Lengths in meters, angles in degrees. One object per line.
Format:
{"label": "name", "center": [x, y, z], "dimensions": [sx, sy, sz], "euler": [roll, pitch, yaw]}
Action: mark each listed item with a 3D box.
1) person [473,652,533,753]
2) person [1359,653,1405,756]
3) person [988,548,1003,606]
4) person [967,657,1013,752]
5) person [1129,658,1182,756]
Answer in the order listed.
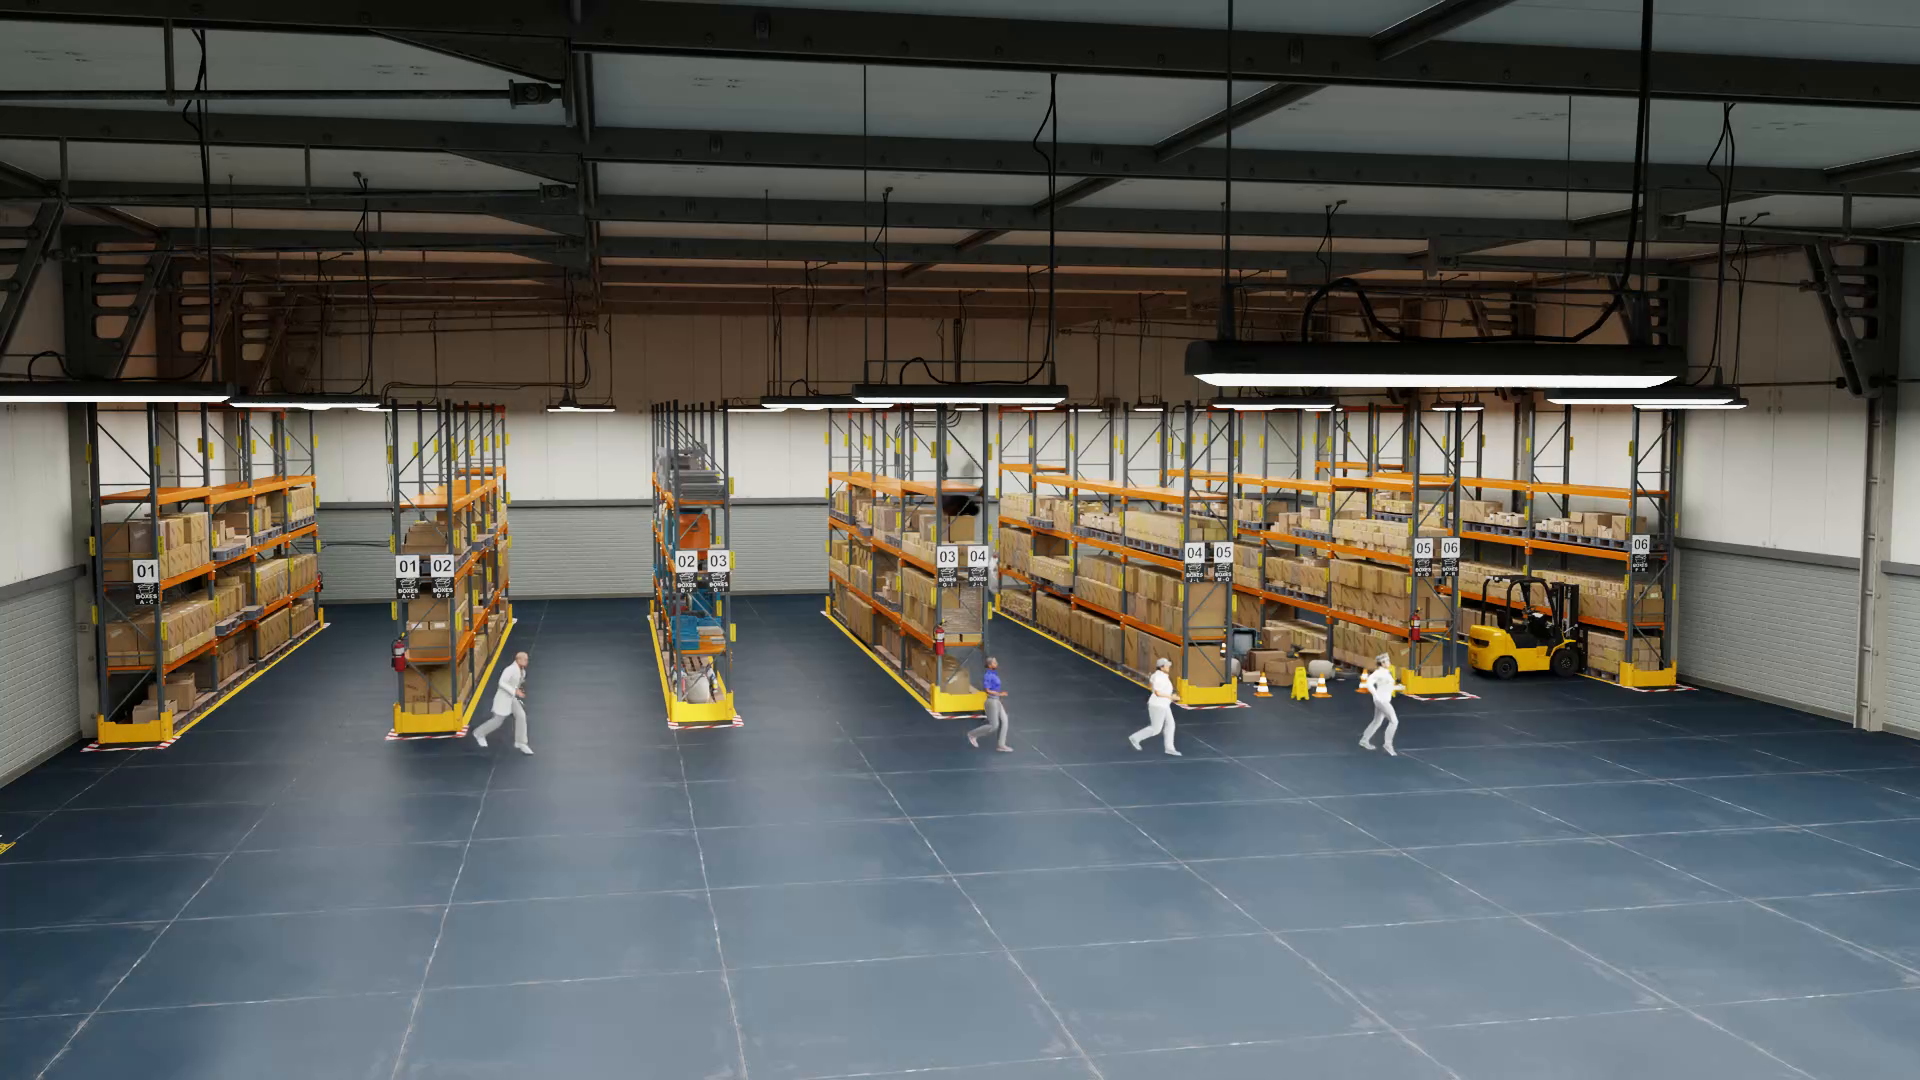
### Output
{"label": "person", "center": [-7.787, 2.760, 28.305], "dimensions": [1.099, 1.740, 0.750], "euler": [1, 4, 8]}
{"label": "person", "center": [7.129, 2.770, 28.096], "dimensions": [0.744, 1.751, 0.588], "euler": [2, 5, 20]}
{"label": "person", "center": [1.032, 1.120, 49.690], "dimensions": [0.673, 1.793, 0.664], "euler": [-2, 5, -28]}
{"label": "person", "center": [0.521, 2.783, 28.239], "dimensions": [0.784, 1.617, 0.589], "euler": [1, 4, 12]}
{"label": "person", "center": [3.289, 2.798, 27.920], "dimensions": [0.886, 1.655, 0.592], "euler": [1, 4, 12]}
